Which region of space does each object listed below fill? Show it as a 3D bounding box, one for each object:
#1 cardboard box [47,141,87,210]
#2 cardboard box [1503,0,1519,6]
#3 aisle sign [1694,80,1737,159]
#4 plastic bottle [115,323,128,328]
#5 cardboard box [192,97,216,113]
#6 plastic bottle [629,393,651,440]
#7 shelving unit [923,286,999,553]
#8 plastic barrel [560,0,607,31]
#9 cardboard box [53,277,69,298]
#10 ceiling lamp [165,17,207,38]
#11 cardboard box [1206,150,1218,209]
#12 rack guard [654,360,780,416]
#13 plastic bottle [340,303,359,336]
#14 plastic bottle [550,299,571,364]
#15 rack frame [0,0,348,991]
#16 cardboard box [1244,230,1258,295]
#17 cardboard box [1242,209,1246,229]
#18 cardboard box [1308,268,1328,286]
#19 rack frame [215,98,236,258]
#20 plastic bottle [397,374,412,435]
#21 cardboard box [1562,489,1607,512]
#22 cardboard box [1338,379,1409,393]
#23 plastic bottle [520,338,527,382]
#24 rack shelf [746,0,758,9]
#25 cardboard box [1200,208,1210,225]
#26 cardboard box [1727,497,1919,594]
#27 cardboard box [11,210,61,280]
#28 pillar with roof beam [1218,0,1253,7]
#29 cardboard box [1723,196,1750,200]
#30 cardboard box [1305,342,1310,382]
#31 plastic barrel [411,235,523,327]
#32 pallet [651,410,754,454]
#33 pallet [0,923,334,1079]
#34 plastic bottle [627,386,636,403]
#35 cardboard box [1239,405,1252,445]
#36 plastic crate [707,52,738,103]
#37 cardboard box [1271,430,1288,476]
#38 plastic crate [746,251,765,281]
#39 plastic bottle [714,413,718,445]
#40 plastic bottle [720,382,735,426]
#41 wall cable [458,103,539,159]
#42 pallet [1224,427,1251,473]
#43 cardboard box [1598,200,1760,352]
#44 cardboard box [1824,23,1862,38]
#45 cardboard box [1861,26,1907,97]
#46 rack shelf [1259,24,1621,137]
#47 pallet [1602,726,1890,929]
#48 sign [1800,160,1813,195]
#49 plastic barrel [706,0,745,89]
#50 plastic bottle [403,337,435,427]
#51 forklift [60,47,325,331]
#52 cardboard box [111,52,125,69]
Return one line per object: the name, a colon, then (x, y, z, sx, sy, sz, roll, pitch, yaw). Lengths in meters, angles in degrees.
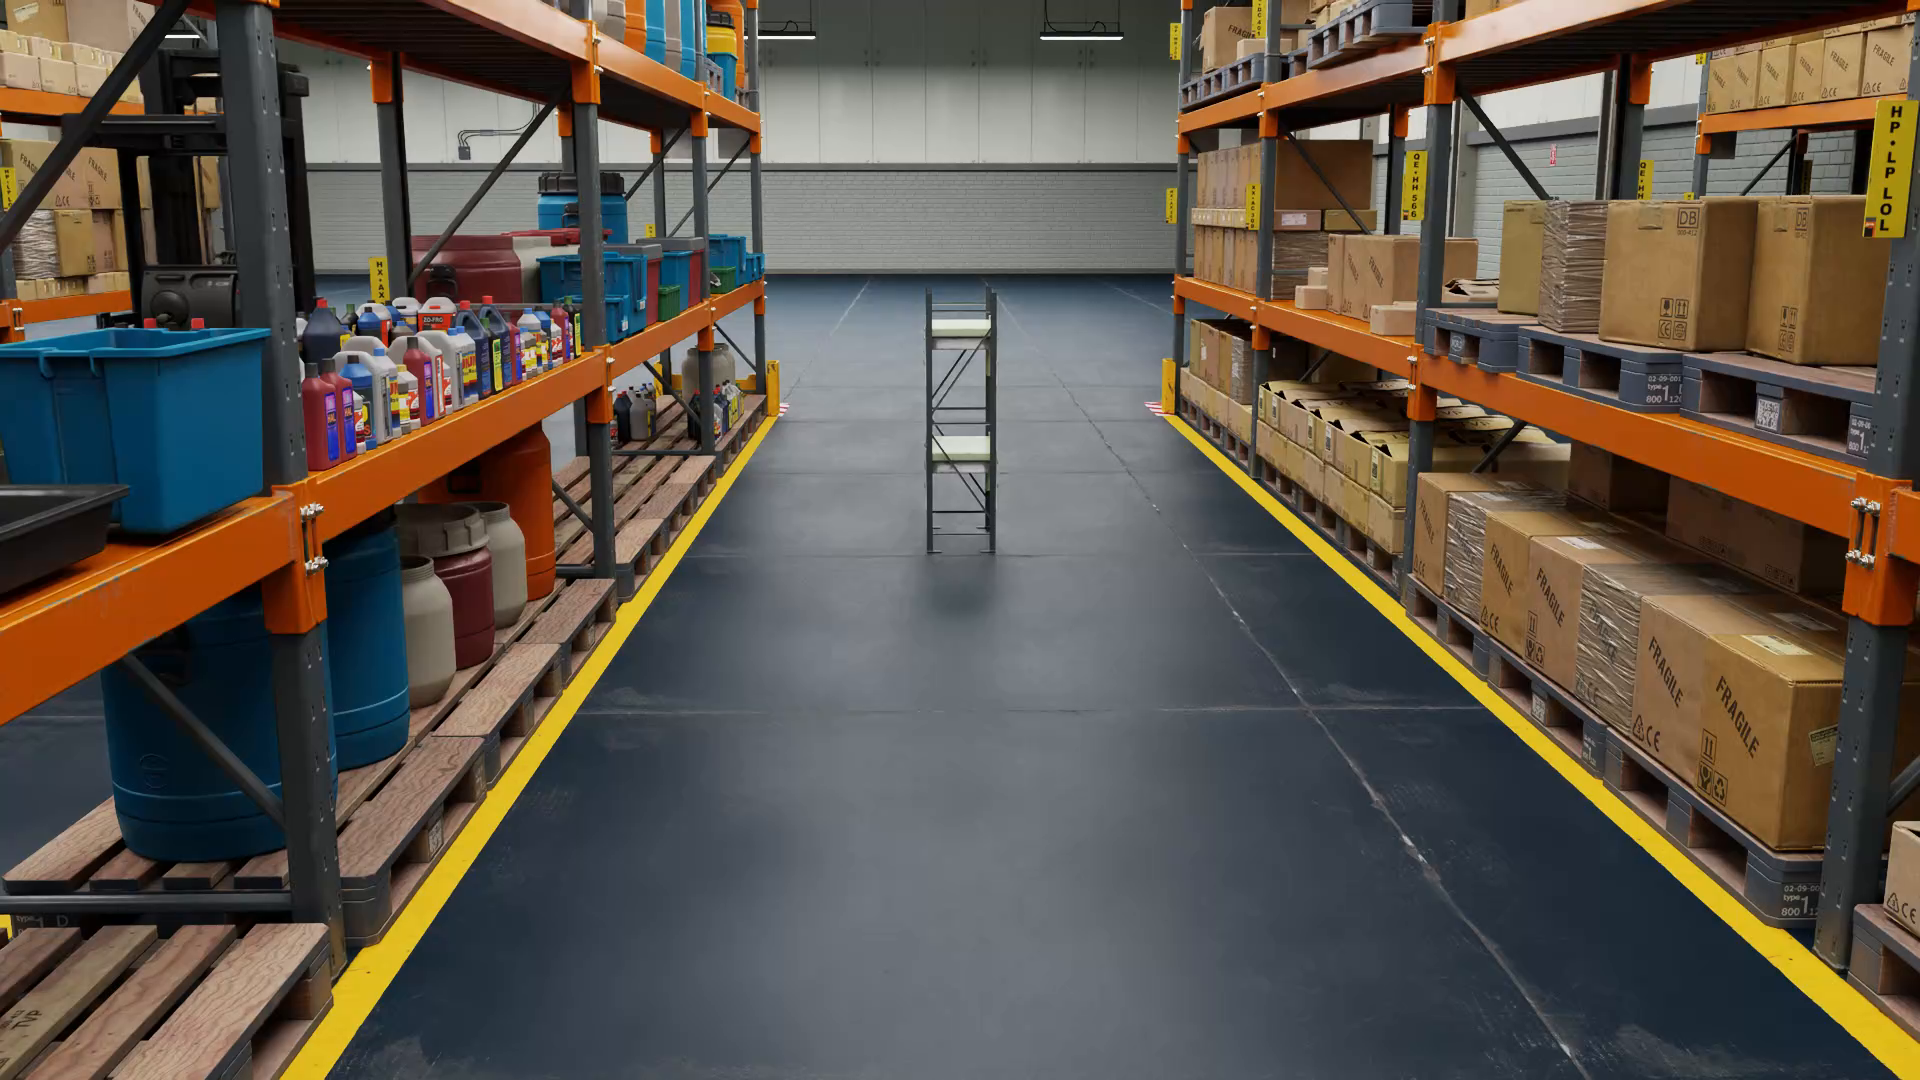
cardboard box: (-7.019, -2.761, 12.612, 0.500, 0.500, 0.500, 0, 11, -1)
cardboard box: (2.788, -2.463, 6.858, 0.910, 0.500, 0.500, 0, 11, -1)
aisle sign: (7.221, -4.030, 15.841, 0.394, 0.787, 0.004, 0, 11, -1)
plastic bottle: (-2.481, -0.474, 4.975, 0.144, 0.351, 0.185, 0, 11, -1)
cardboard box: (-7.071, -3.984, 14.984, 0.500, 0.250, 0.500, 0, 11, 0)
plastic bottle: (-2.458, -0.952, 12.763, 0.144, 0.351, 0.185, 0, 11, -1)
shelving unit: (0.000, -0.736, 9.917, 0.431, 1.500, 0.755, 0, 11, -1)
plastic barrel: (-1.918, -2.700, 7.997, 0.421, 0.512, 0.421, 0, 11, 0)
cardboard box: (-6.981, -1.907, 12.546, 0.380, 0.149, 0.250, 0, 11, -1)
ceiling lamp: (-18.883, -13.494, 39.257, 2.000, 3.185, 0.800, 0, 11, -1)
cardboard box: (2.584, -3.199, 14.767, 0.700, 0.500, 0.500, -1, 11, -3)
rack guard: (-2.334, -1.462, 16.009, 1.175, 0.500, 0.348, 0, 11, -1)
plastic bottle: (-2.565, -0.849, 6.991, 0.061, 0.283, 0.133, 0, 11, -1)
plastic bottle: (-1.778, -0.930, 7.394, 0.061, 0.283, 0.133, 0, 11, -1)
rack frame: (-2.135, -0.317, 4.077, 1.000, 3.000, 0.127, 0, 11, -1)
cardboard box: (2.619, -2.169, 12.953, 0.700, 0.500, 0.500, 0, 11, -2)
cardboard box: (2.415, -2.500, 12.956, 0.380, 0.149, 0.250, 0, 11, -1)
cardboard box: (2.706, -1.756, 11.545, 0.500, 0.250, 0.500, 0, 11, 2)
rack frame: (-7.335, -2.682, 15.734, 1.000, 3.000, 0.127, 0, 11, -1)
plastic bottle: (-1.748, -0.428, 5.126, 0.097, 0.201, 0.097, 0, 11, 0)
cardboard box: (2.989, 0.063, 7.386, 0.500, 0.500, 0.500, 0, 11, 1)
cardboard box: (2.947, -0.980, 11.797, 0.500, 0.311, 0.500, 0, 11, -1)
plastic bottle: (-1.780, -0.732, 6.621, 0.097, 0.201, 0.097, 0, 11, 0)
rack shelf: (-2.342, -4.696, 13.390, 1.077, 0.370, 4.000, 0, 11, -1)
cardboard box: (2.374, -2.908, 14.965, 0.380, 0.149, 0.250, 0, 11, -1)
cardboard box: (3.030, 0.010, 5.762, 0.500, 0.250, 0.500, 0, 11, -1)
cardboard box: (-7.200, -2.171, 12.218, 0.875, 0.500, 0.500, 0, 11, -1)
pillar with roof beam: (3.477, -11.493, 44.078, 9.100, 9.000, 0.548, 0, 11, -1)
cardboard box: (7.232, -2.852, 15.015, 0.500, 0.500, 0.500, 0, 11, -1)
cardboard box: (2.937, -1.345, 13.119, 0.500, 0.500, 0.500, 0, 11, -1)
plastic barrel: (-2.530, -1.270, 8.431, 0.600, 0.536, 0.708, 0, 11, -1)
pallet: (-2.301, -0.917, 14.050, 1.003, 0.211, 1.213, 0, 11, -1)
pallet: (-2.081, 1.196, 3.634, 1.003, 0.211, 1.213, 0, 11, -1)
plastic bottle: (-2.612, -1.054, 13.264, 0.144, 0.351, 0.185, 0, 11, -2)
cardboard box: (2.424, -0.876, 12.693, 0.500, 0.250, 0.500, 0, 11, -1)
plastic crate: (-2.042, -3.787, 13.675, 0.392, 0.384, 0.575, 0, 11, -1)
cardboard box: (2.422, -0.602, 11.342, 0.500, 0.250, 0.500, 0, 11, 0)
plastic crate: (-2.073, -2.531, 15.365, 0.499, 0.251, 0.616, 0, 11, -1)
plastic bottle: (-1.869, -0.851, 12.464, 0.097, 0.271, 0.097, 0, 11, 0)
plastic bottle: (-1.915, -1.109, 13.536, 0.144, 0.351, 0.185, 0, 11, -2)
wall cable: (-12.959, -13.675, 46.279, 2.305, 6.003, 0.169, 0, 11, -1)
pallet: (2.678, -0.718, 13.069, 1.003, 0.211, 1.213, 0, 11, -1)
cardboard box: (2.719, -0.942, 5.851, 0.700, 0.500, 0.500, -3, 12, -16)
cardboard box: (7.280, -4.278, 13.240, 0.500, 0.500, 0.500, -1, 11, -3)
cardboard box: (7.349, -3.677, 12.791, 0.500, 0.500, 0.500, -1, 12, -6)
rack shelf: (2.693, -2.647, 9.825, 1.077, 0.370, 4.000, 0, 11, -1)
pallet: (2.763, 0.869, 5.247, 1.003, 0.211, 1.213, 0, 11, -1)
sign: (8.077, -3.464, 15.880, 0.100, 0.325, 0.005, 0, 11, -1)
plastic barrel: (-2.246, -4.492, 14.978, 0.600, 0.830, 0.708, 0, 11, -1)
plastic bottle: (-1.734, -0.511, 5.326, 0.061, 0.283, 0.133, 0, 11, -1)
forklift: (-4.593, -1.505, 10.106, 1.130, 2.935, 3.031, 0, 11, -1)
cardboard box: (-7.038, -3.907, 13.601, 0.380, 0.149, 0.250, -1, 11, -4)
